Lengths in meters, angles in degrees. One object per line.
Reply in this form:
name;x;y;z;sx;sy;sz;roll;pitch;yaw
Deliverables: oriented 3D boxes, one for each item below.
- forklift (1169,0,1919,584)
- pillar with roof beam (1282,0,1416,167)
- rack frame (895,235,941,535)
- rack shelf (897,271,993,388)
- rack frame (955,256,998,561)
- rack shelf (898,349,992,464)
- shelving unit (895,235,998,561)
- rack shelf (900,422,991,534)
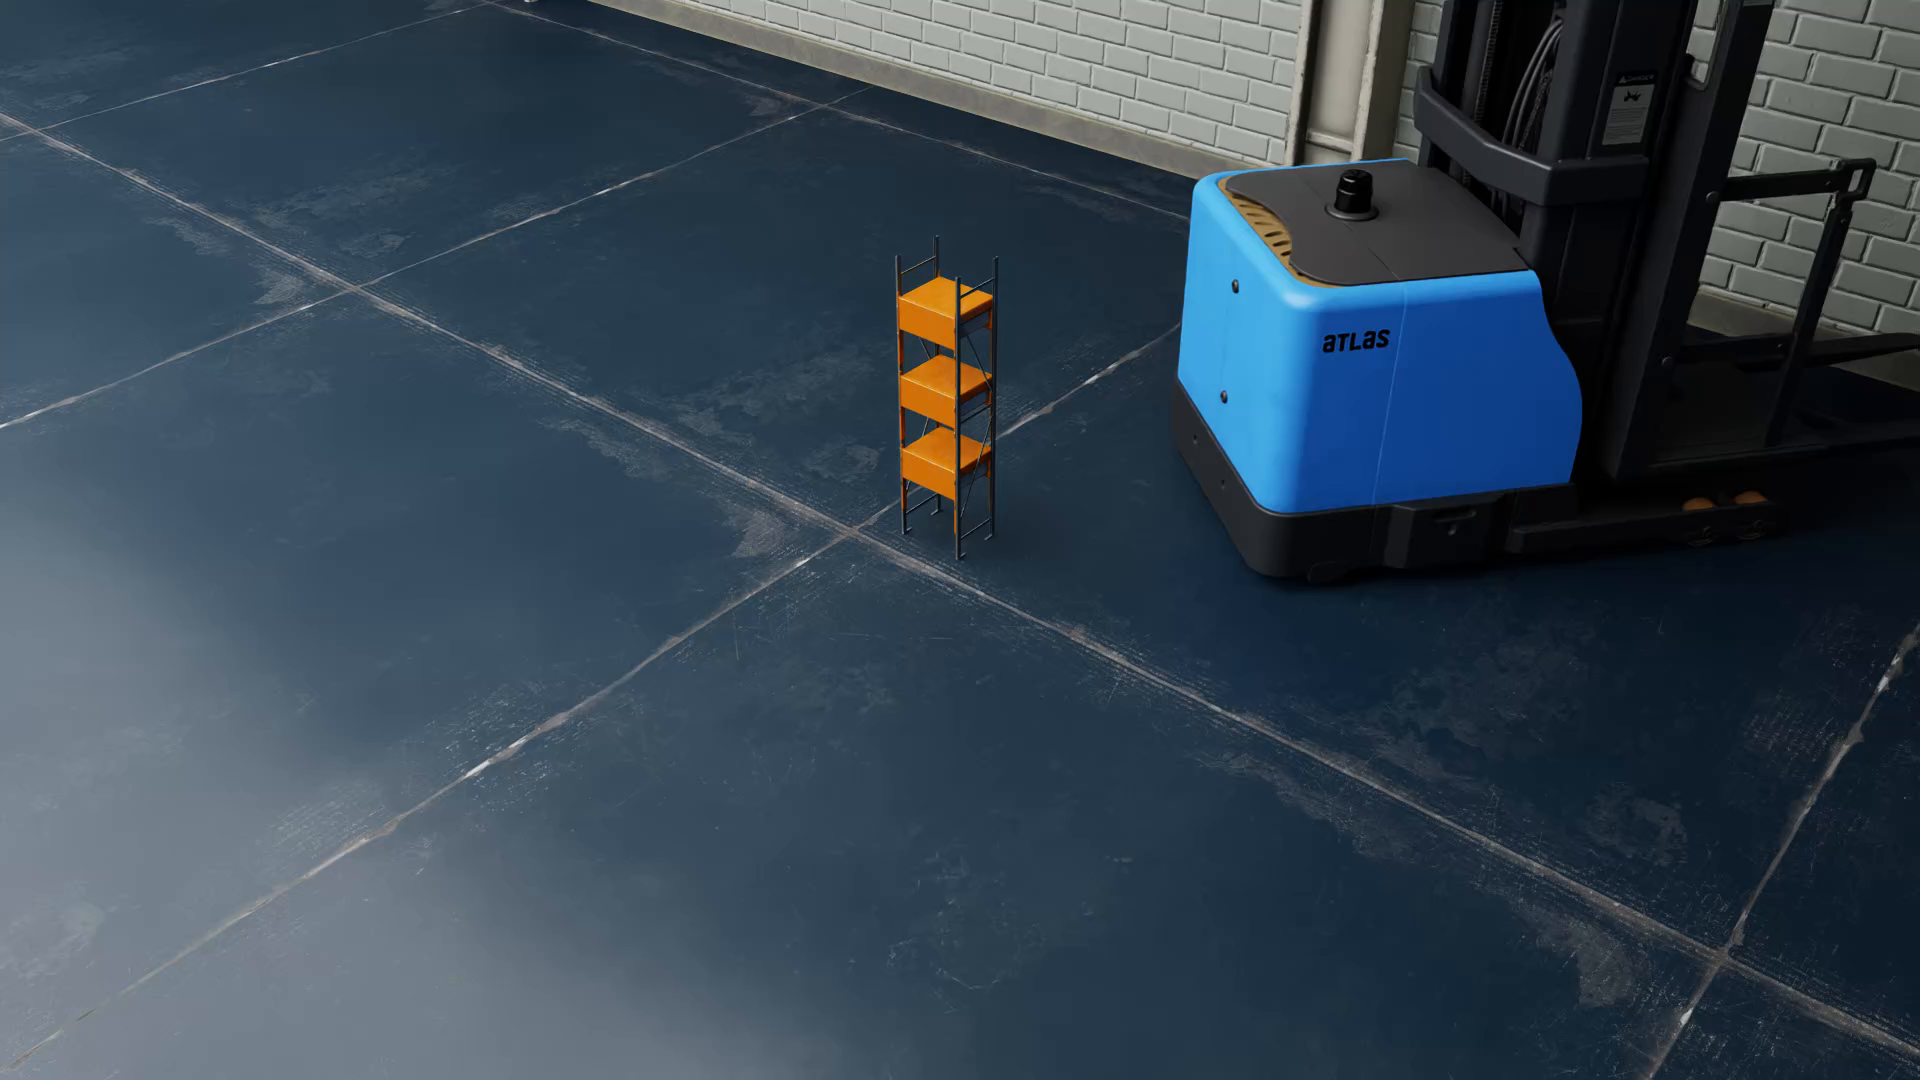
forklift;2.351;-1.475;5.308;3.031;2.935;1.130;-6;35;-9
pillar with roof beam;-1.009;-3.312;2.623;0.400;9.000;9.100;25;42;32
rack frame;-0.135;-0.496;5.545;0.008;1.050;0.200;25;42;32
rack shelf;-0.041;-0.677;5.326;0.240;0.259;0.215;25;42;32
rack frame;0.053;-0.408;5.417;0.008;1.050;0.200;25;42;32
rack shelf;-0.041;-0.443;5.487;0.240;0.259;0.215;25;42;32
shelving unit;-0.041;-0.452;5.481;0.252;1.050;0.215;25;42;32
rack shelf;-0.041;-0.214;5.644;0.240;0.259;0.215;25;42;32
